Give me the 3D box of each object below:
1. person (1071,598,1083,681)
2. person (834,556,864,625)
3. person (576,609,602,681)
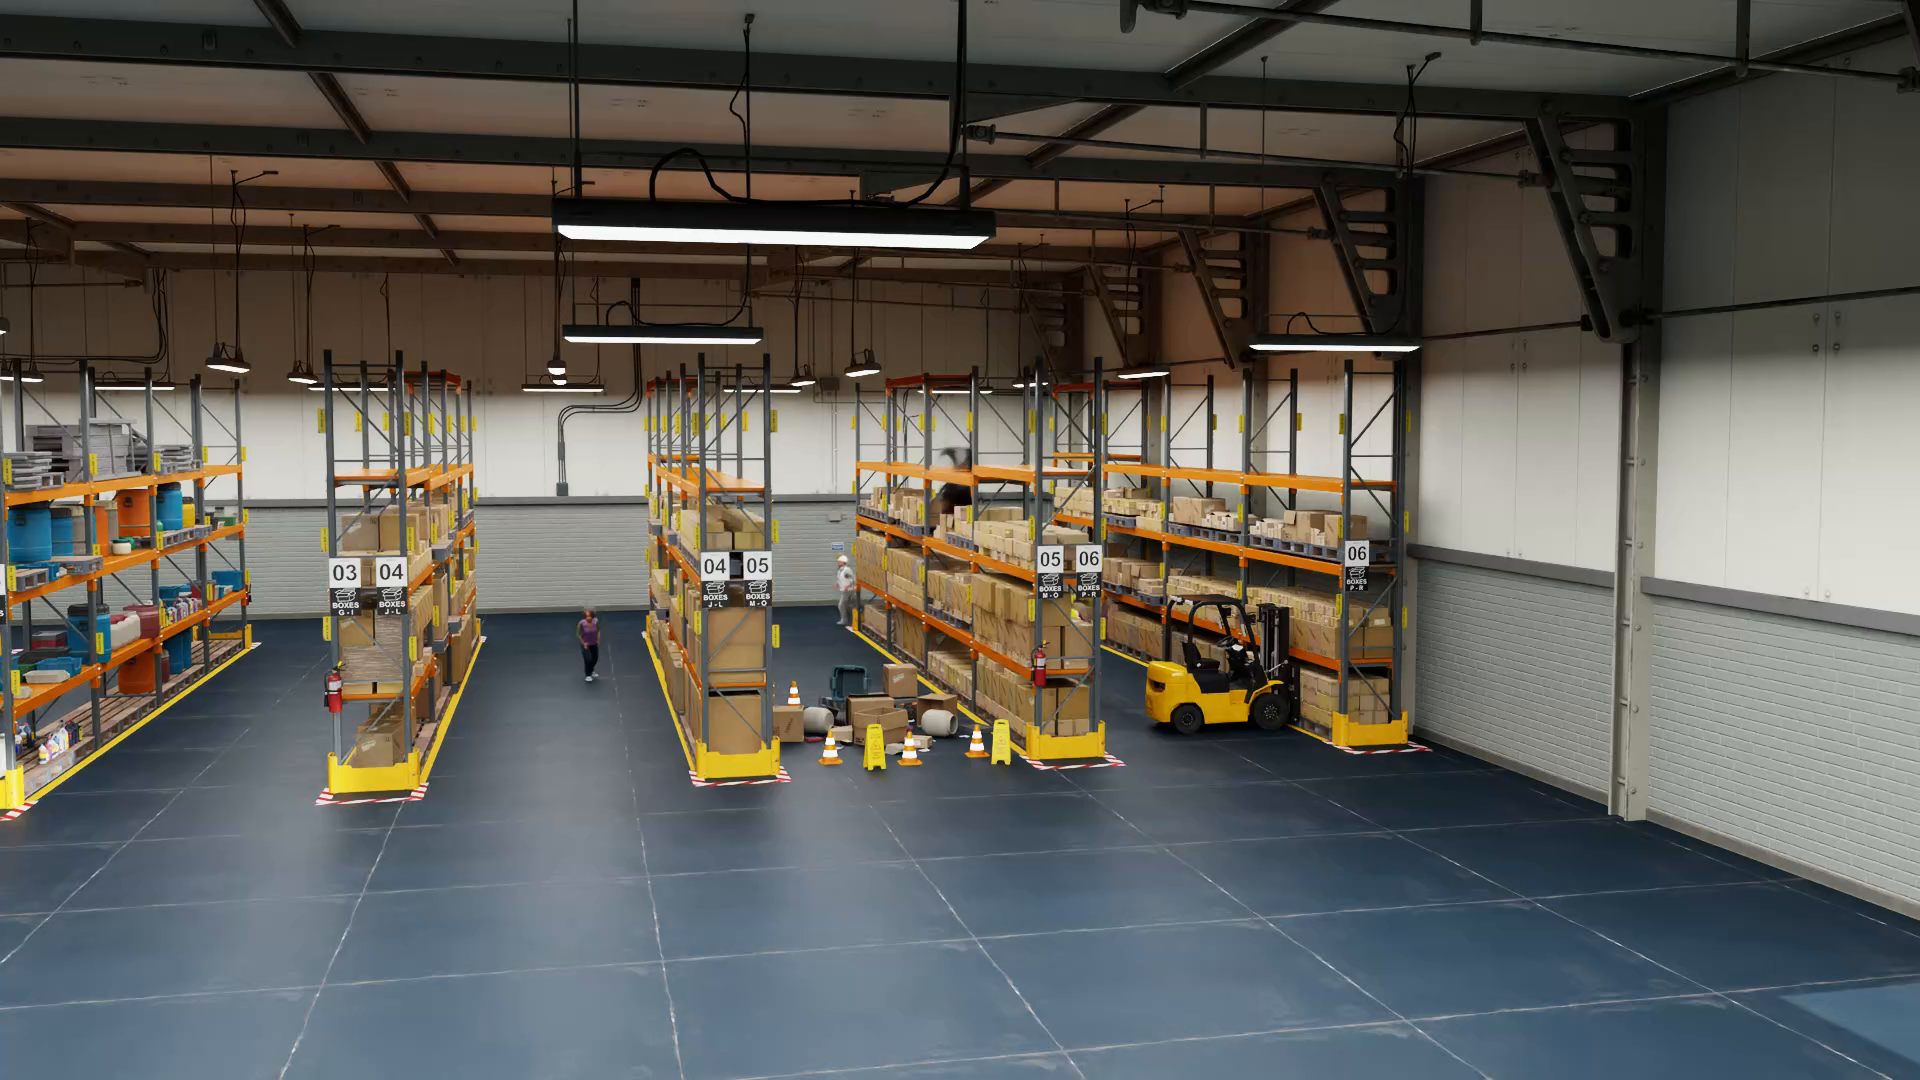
[{"bbox_3d":[2.023,1.917,31.695,0.705,1.746,0.931,-1,4,-17],"label":"person"},{"bbox_3d":[-2.757,1.251,41.645,0.763,1.728,0.659,-2,4,-23],"label":"person"},{"bbox_3d":[-7.221,2.029,32.363,0.556,1.447,0.810,-3,5,-33],"label":"person"}]
